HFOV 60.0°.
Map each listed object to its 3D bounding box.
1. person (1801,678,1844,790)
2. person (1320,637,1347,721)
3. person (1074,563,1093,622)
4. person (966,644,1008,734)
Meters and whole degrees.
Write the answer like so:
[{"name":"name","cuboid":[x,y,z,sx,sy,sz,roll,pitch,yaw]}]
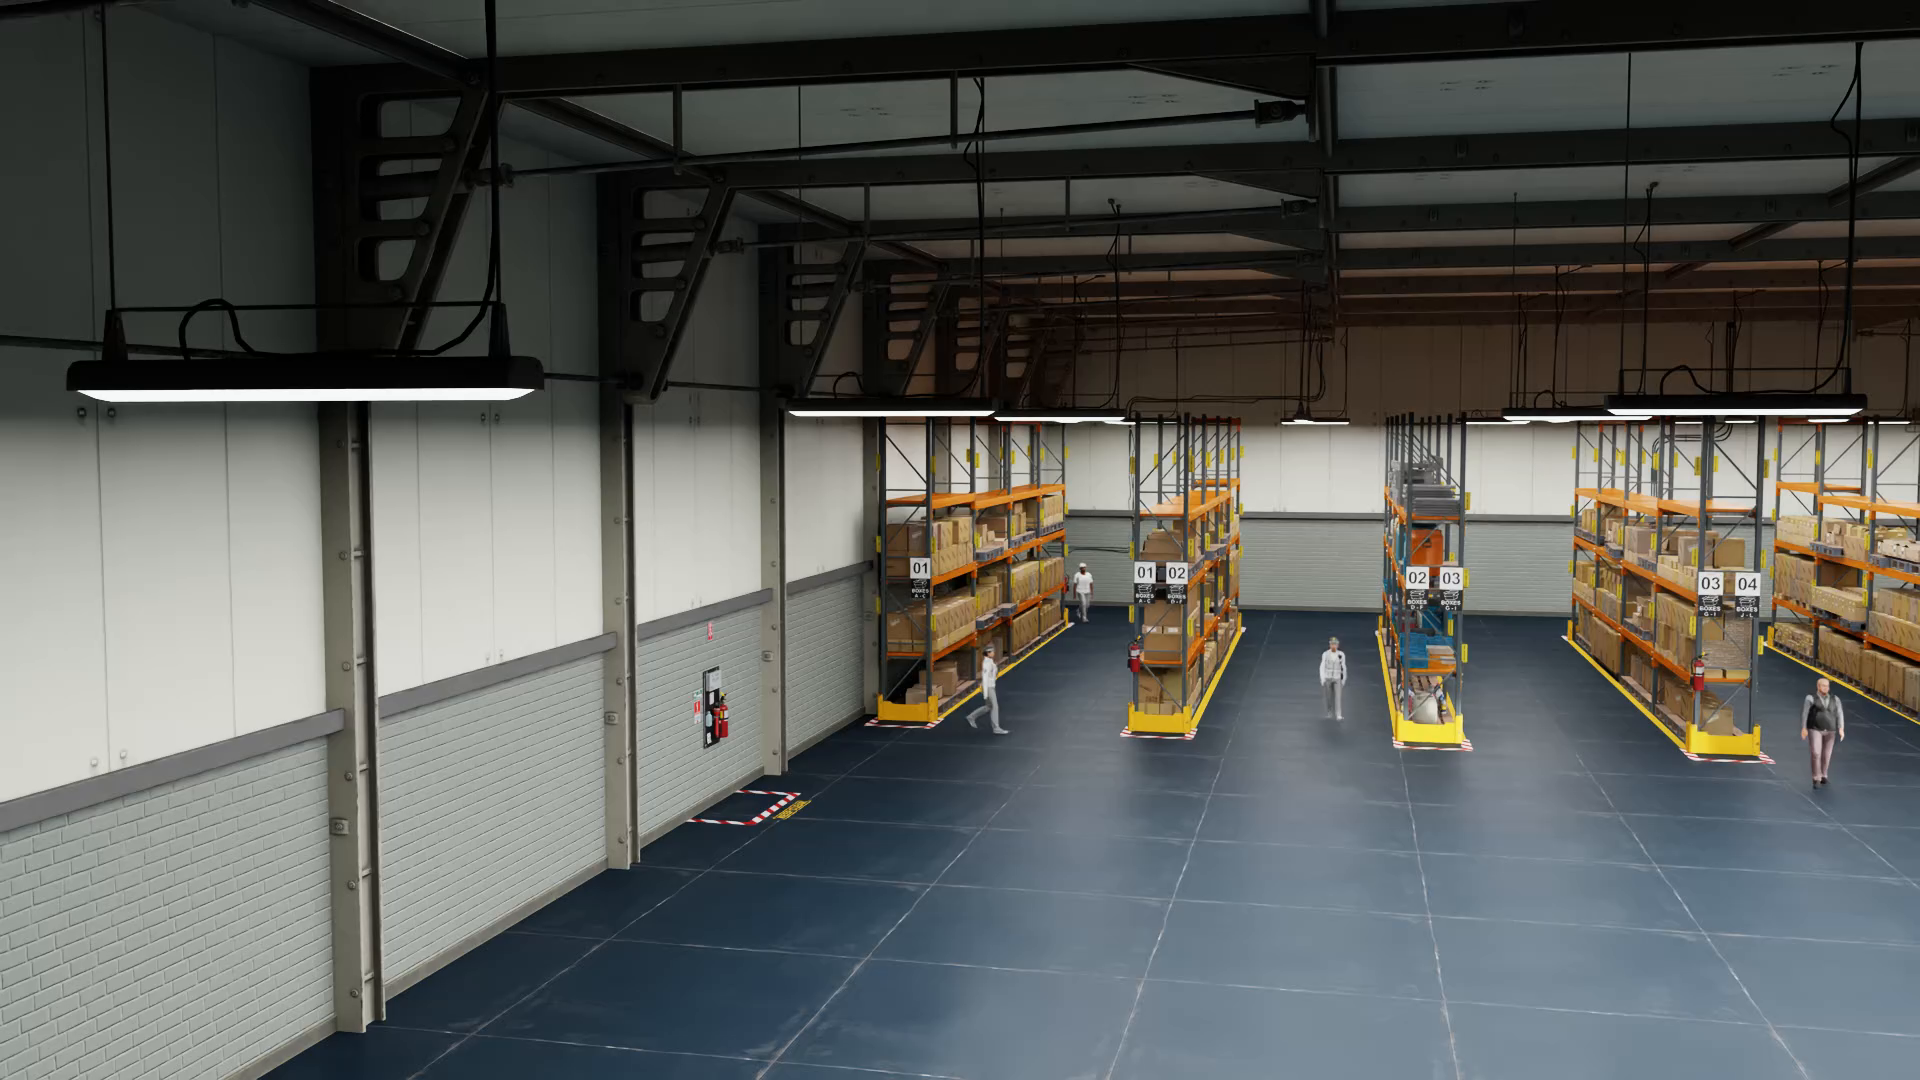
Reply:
[{"name":"person","cuboid":[13.772,3.077,26.517,0.581,1.752,0.615,1,4,9]},{"name":"person","cuboid":[7.242,2.702,32.325,0.498,1.627,1.041,1,4,17]},{"name":"person","cuboid":[3.619,1.533,48.948,0.556,1.746,0.801,-2,4,-29]},{"name":"person","cuboid":[0.509,2.777,31.176,0.820,1.652,0.506,1,4,9]}]
